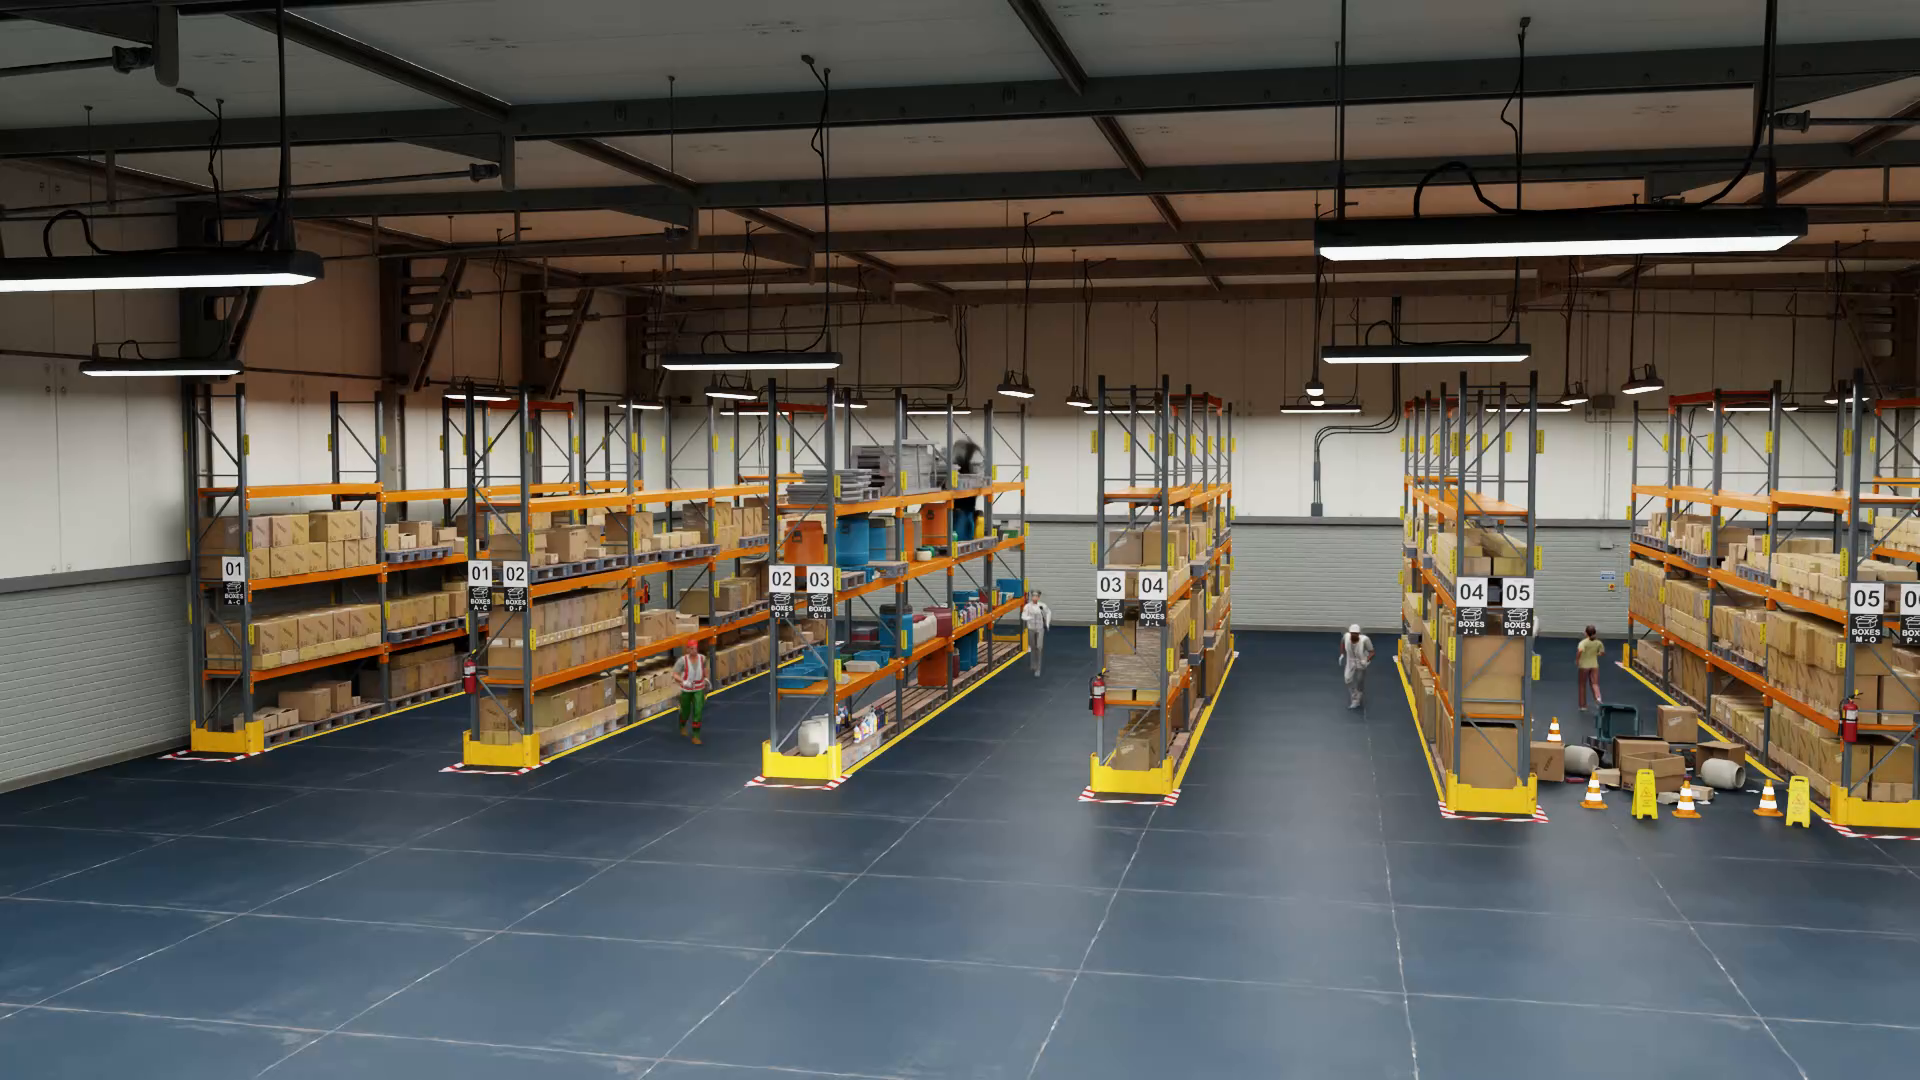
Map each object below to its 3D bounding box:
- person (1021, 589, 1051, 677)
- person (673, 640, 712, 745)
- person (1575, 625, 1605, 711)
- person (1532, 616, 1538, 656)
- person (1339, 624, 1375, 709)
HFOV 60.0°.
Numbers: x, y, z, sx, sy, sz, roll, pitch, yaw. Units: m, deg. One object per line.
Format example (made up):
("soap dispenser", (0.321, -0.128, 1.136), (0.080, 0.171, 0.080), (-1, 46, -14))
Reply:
("person", (1.571, 1.912, 34.465), (0.593, 1.788, 0.789), (0, 3, 6))
("person", (-4.538, 2.527, 28.019), (0.674, 1.751, 0.924), (-1, 4, -23))
("person", (11.717, 2.400, 30.945), (0.576, 1.644, 0.903), (0, 3, 4))
("person", (12.608, 2.152, 37.078), (0.643, 1.485, 0.771), (-2, 4, -25))
("person", (7.628, 2.377, 31.830), (0.690, 1.619, 1.131), (2, 4, 25))
